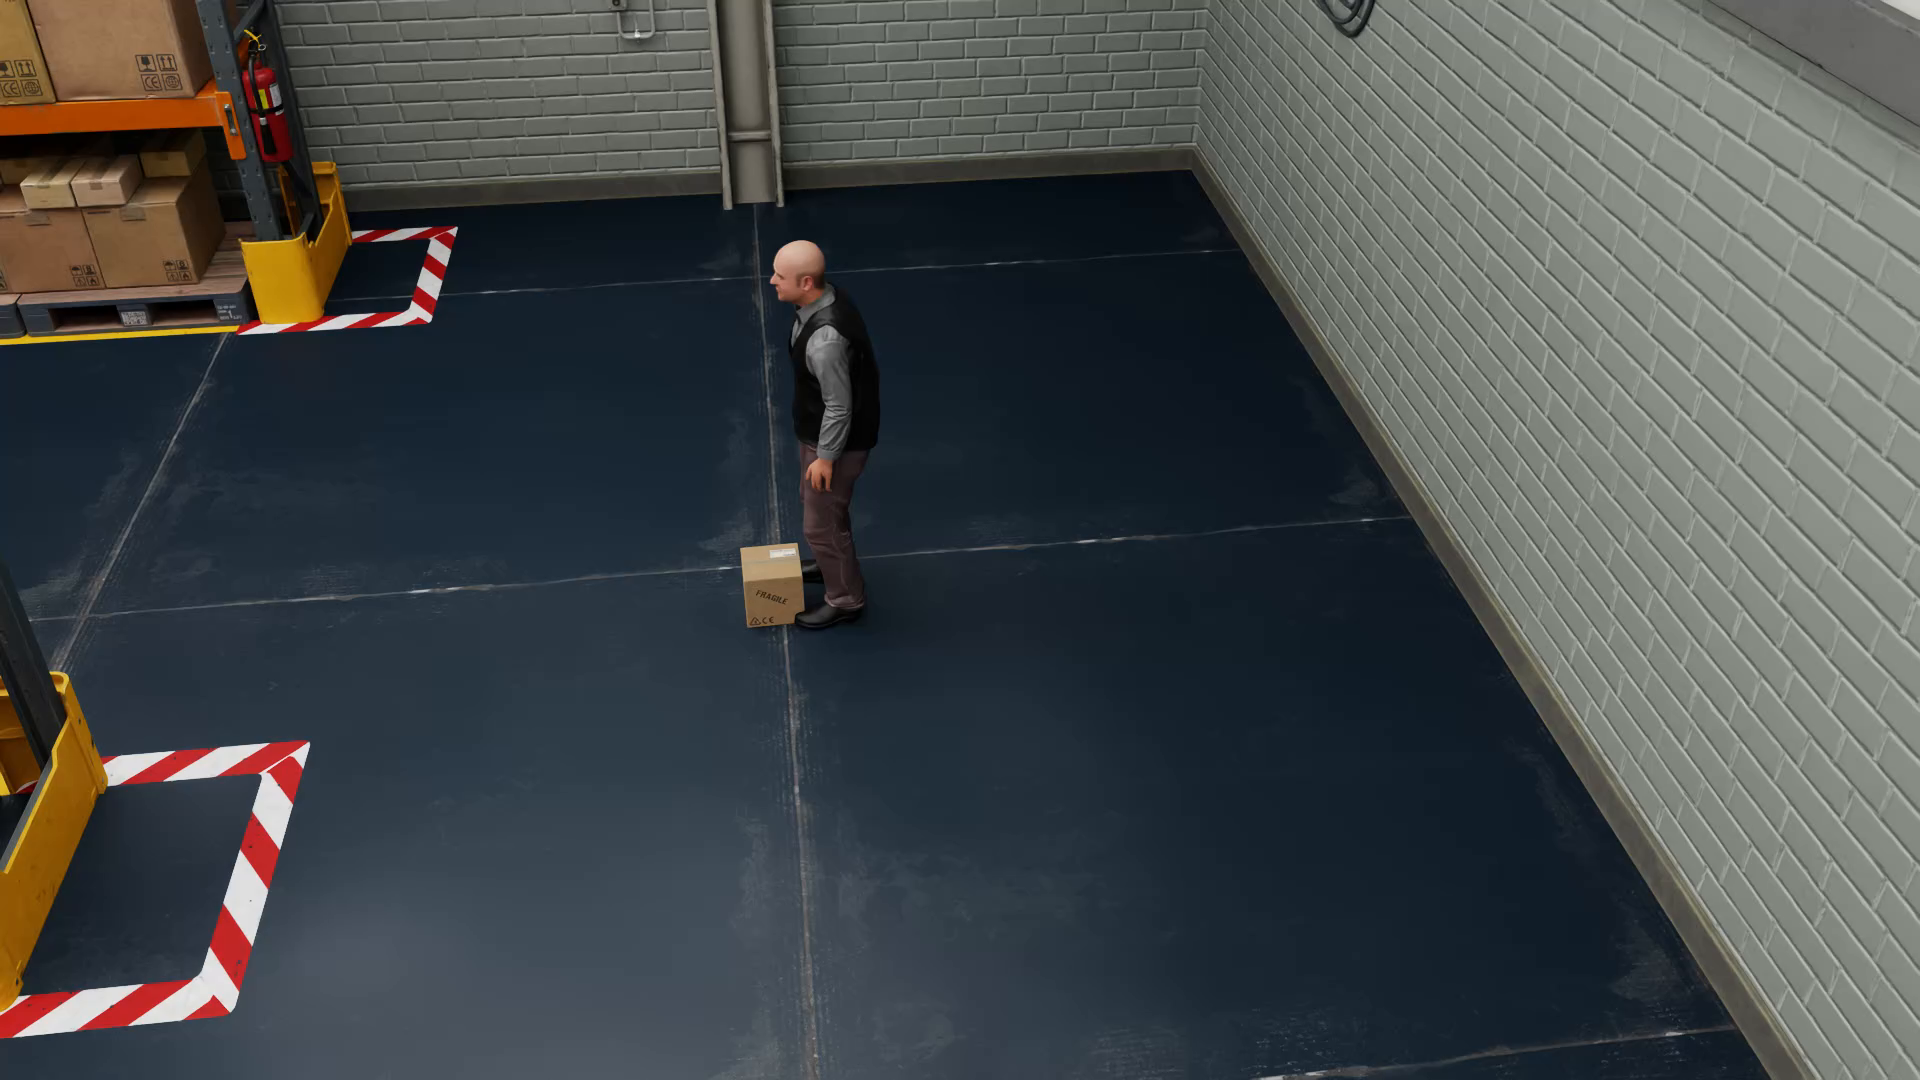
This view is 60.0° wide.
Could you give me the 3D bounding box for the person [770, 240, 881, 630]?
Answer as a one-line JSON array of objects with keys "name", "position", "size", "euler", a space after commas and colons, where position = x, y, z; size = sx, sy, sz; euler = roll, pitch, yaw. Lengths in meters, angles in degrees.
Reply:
[{"name": "person", "position": [-0.530, -0.433, 6.793], "size": [0.412, 1.722, 0.590], "euler": [-6, 35, -8]}]
